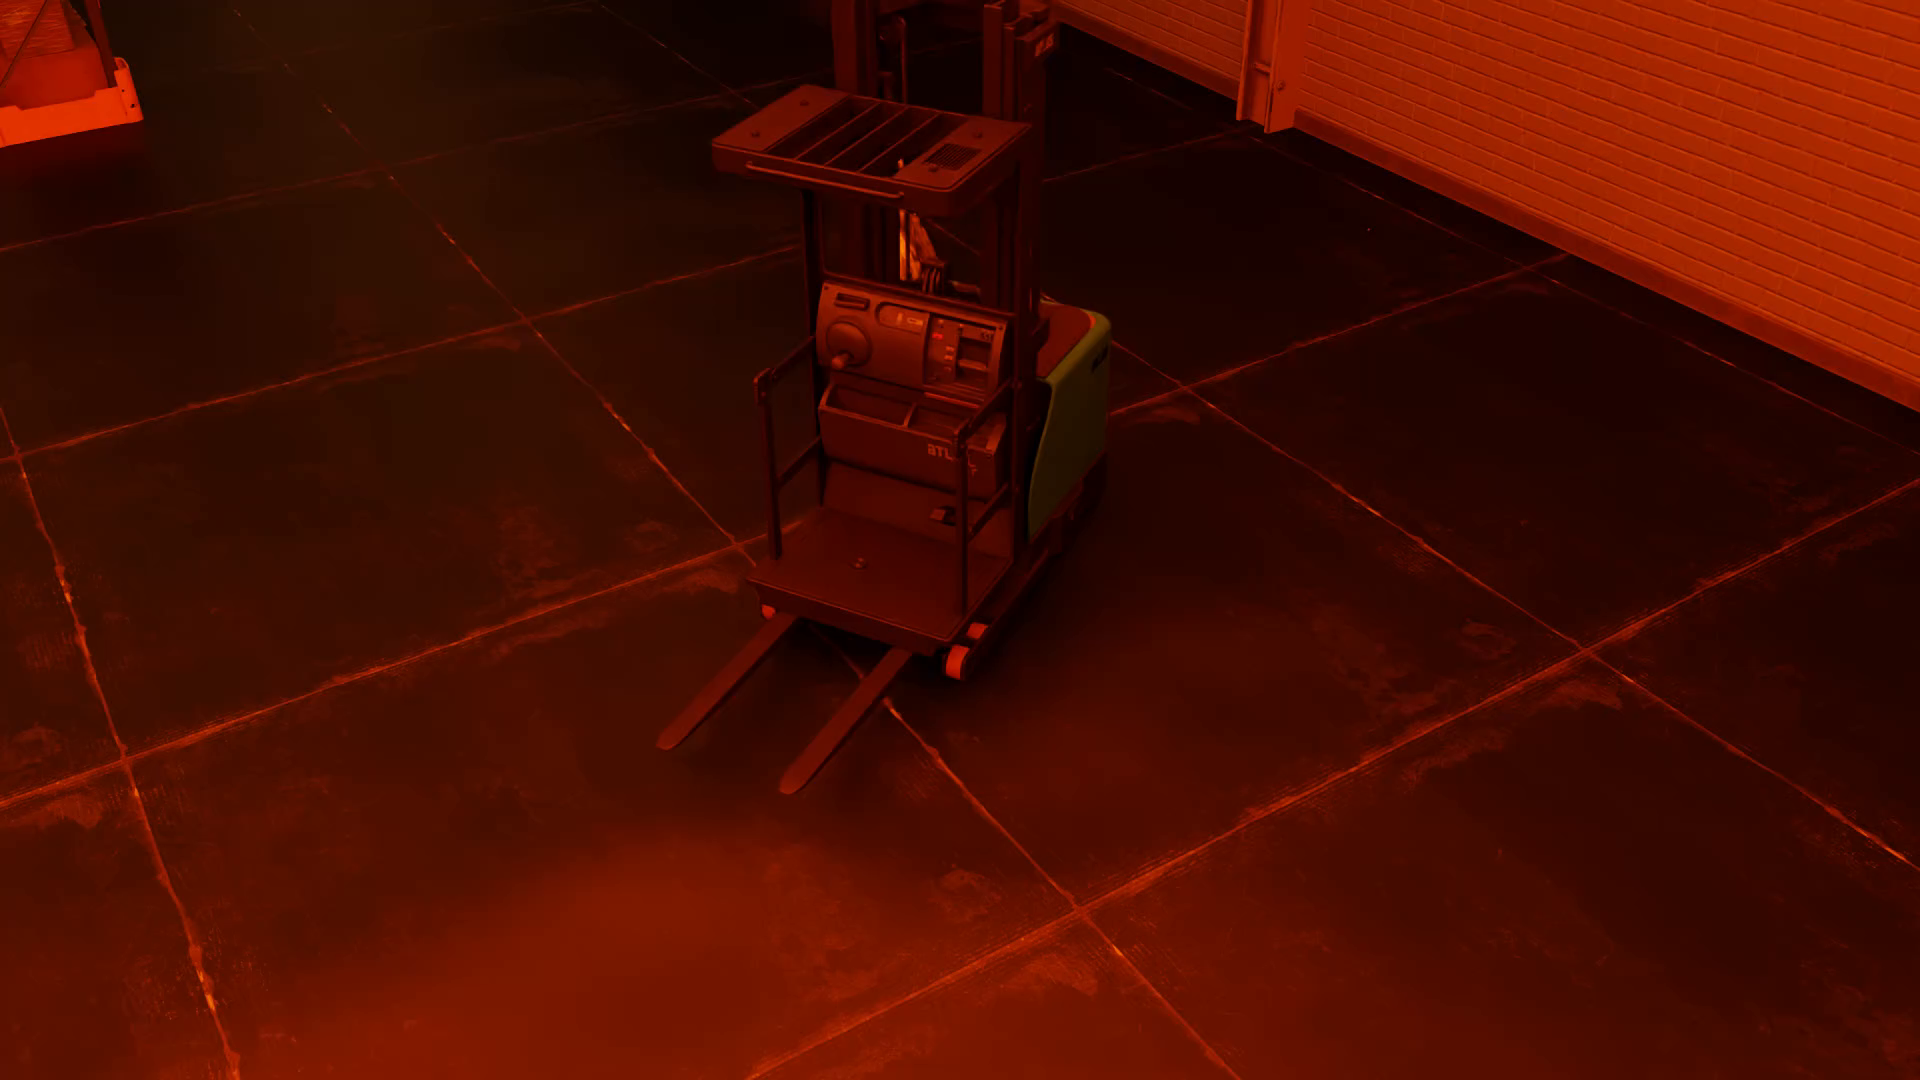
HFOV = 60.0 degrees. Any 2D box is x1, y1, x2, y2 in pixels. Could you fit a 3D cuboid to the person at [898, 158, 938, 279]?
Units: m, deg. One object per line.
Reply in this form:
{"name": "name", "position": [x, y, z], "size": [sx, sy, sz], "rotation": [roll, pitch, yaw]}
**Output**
{"name": "person", "position": [-0.369, -1.908, 10.029], "size": [0.548, 1.582, 0.717], "rotation": [8, 36, 11]}

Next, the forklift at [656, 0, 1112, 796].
{"name": "forklift", "position": [-0.320, -0.835, 7.335], "size": [1.130, 2.935, 3.031], "rotation": [16, 38, 21]}
